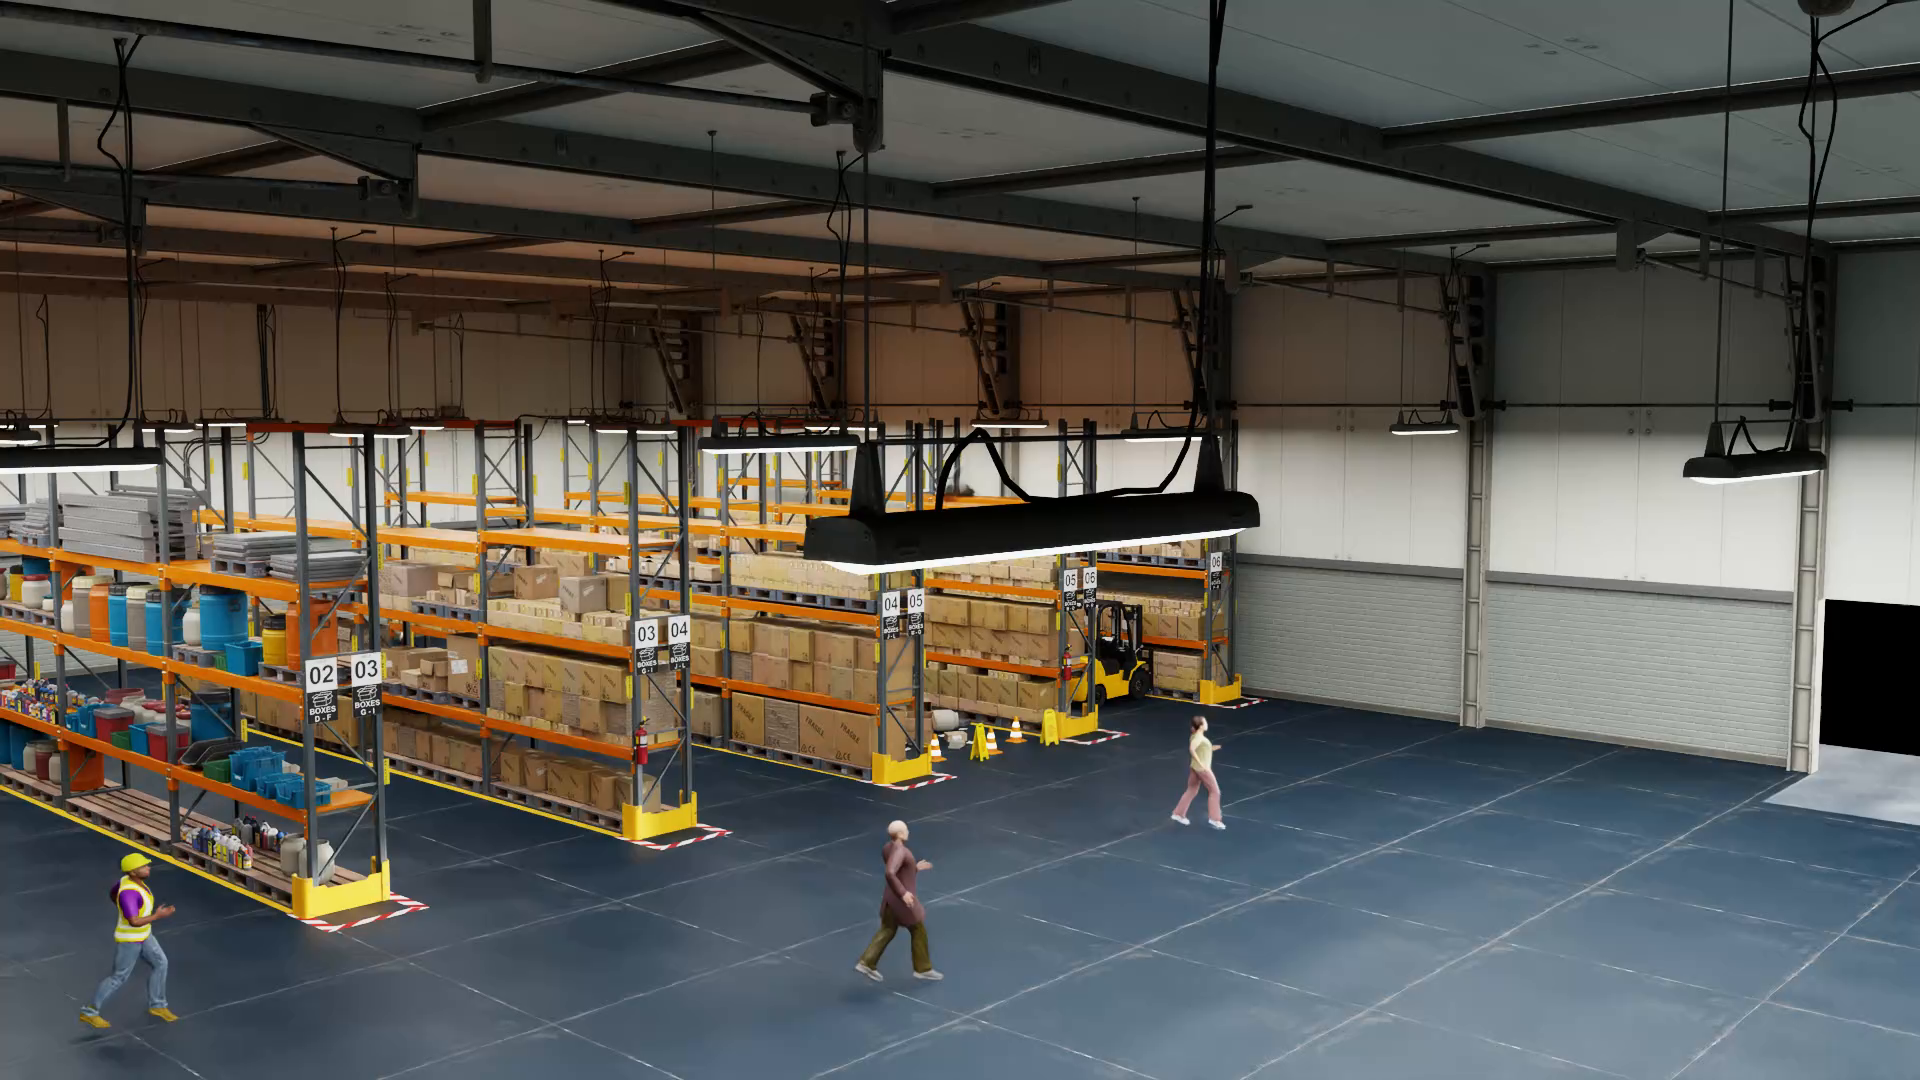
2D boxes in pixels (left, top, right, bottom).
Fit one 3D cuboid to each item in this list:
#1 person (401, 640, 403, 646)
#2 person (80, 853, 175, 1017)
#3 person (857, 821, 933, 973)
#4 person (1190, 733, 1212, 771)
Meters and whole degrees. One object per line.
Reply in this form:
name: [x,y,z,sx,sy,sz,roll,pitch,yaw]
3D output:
person: [-11.013,2.749,33.077,0.972,1.727,0.701,3,6,32]
person: [-8.430,3.989,16.869,0.891,1.650,0.711,-1,5,-16]
person: [-0.681,3.877,18.055,0.867,1.676,0.661,-2,5,-27]
person: [3.541,3.145,24.731,0.394,0.577,0.518,-1,5,-15]
